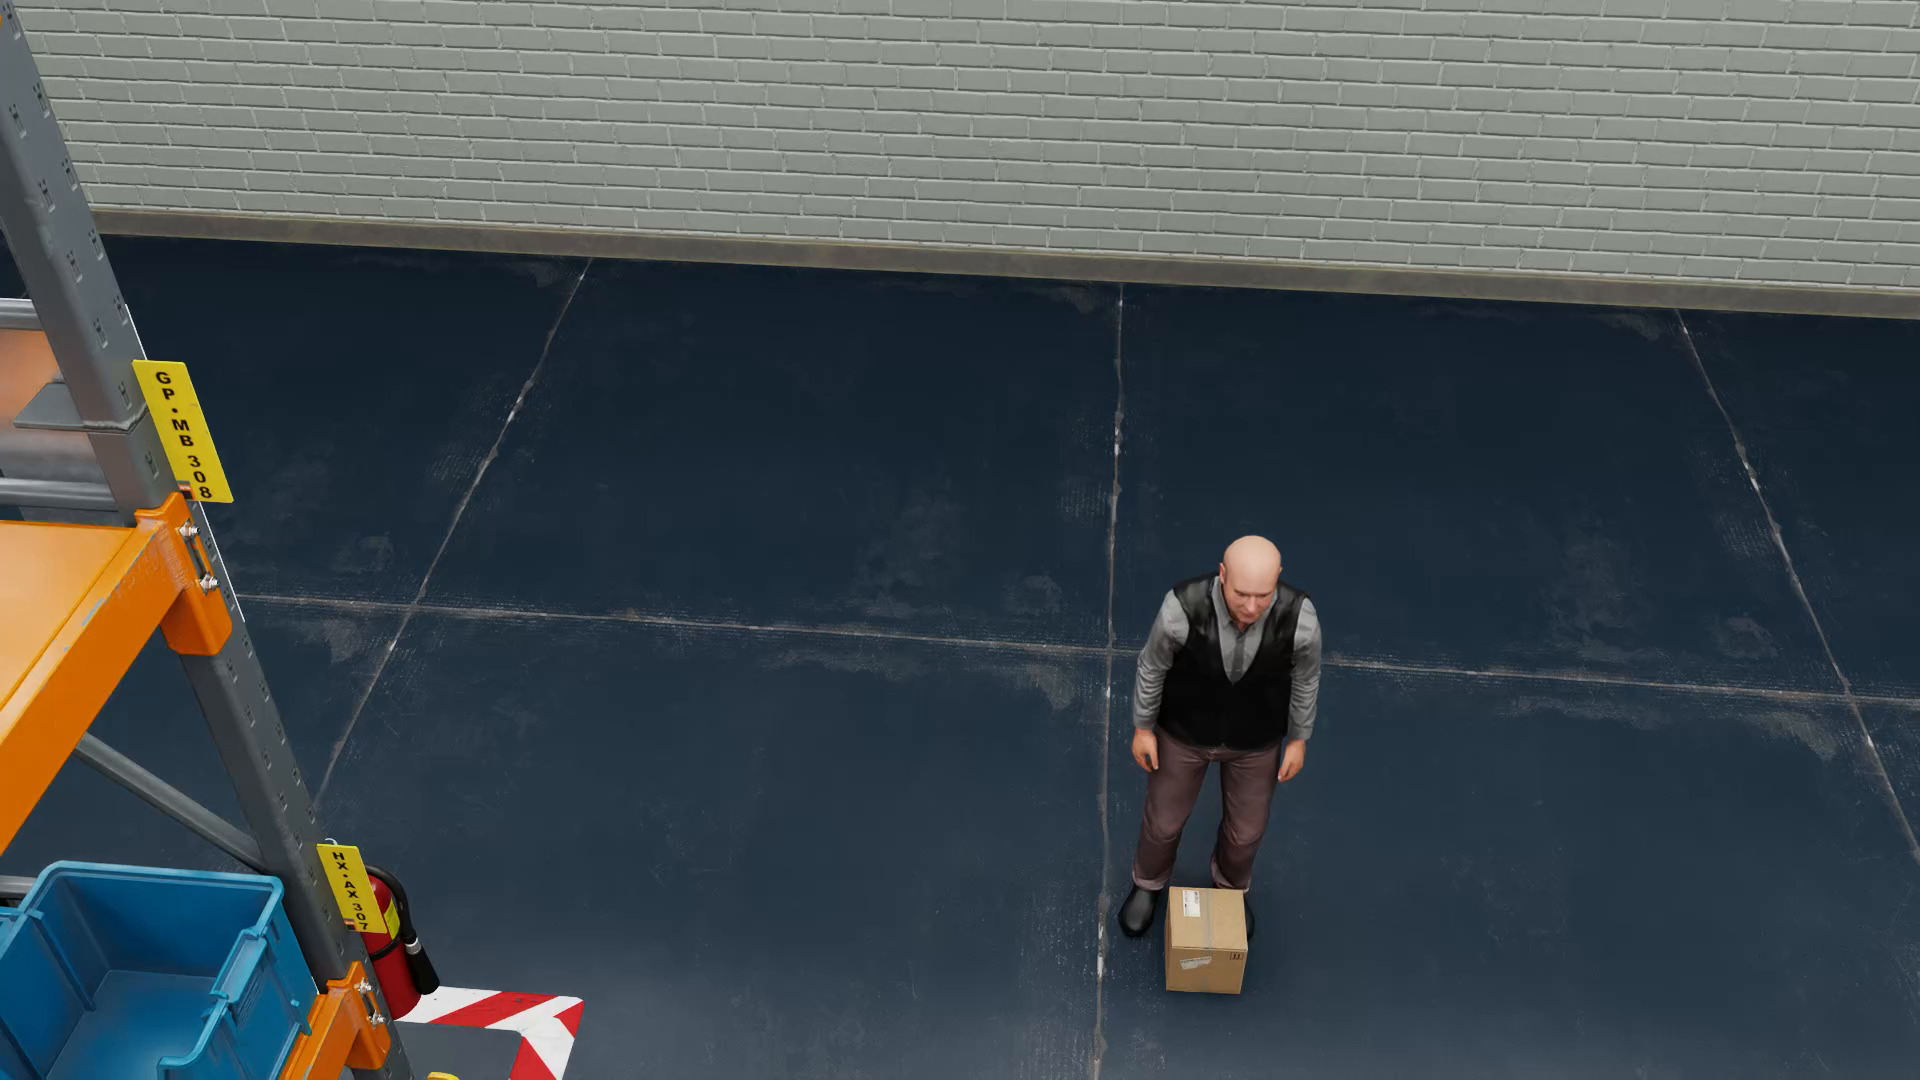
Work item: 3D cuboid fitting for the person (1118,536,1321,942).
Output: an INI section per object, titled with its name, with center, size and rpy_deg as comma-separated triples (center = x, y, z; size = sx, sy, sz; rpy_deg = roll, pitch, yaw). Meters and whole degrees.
[person]
center = 0.846, 0.622, 5.429
size = 0.579, 1.720, 0.420
rpy_deg = 3, 40, 4
